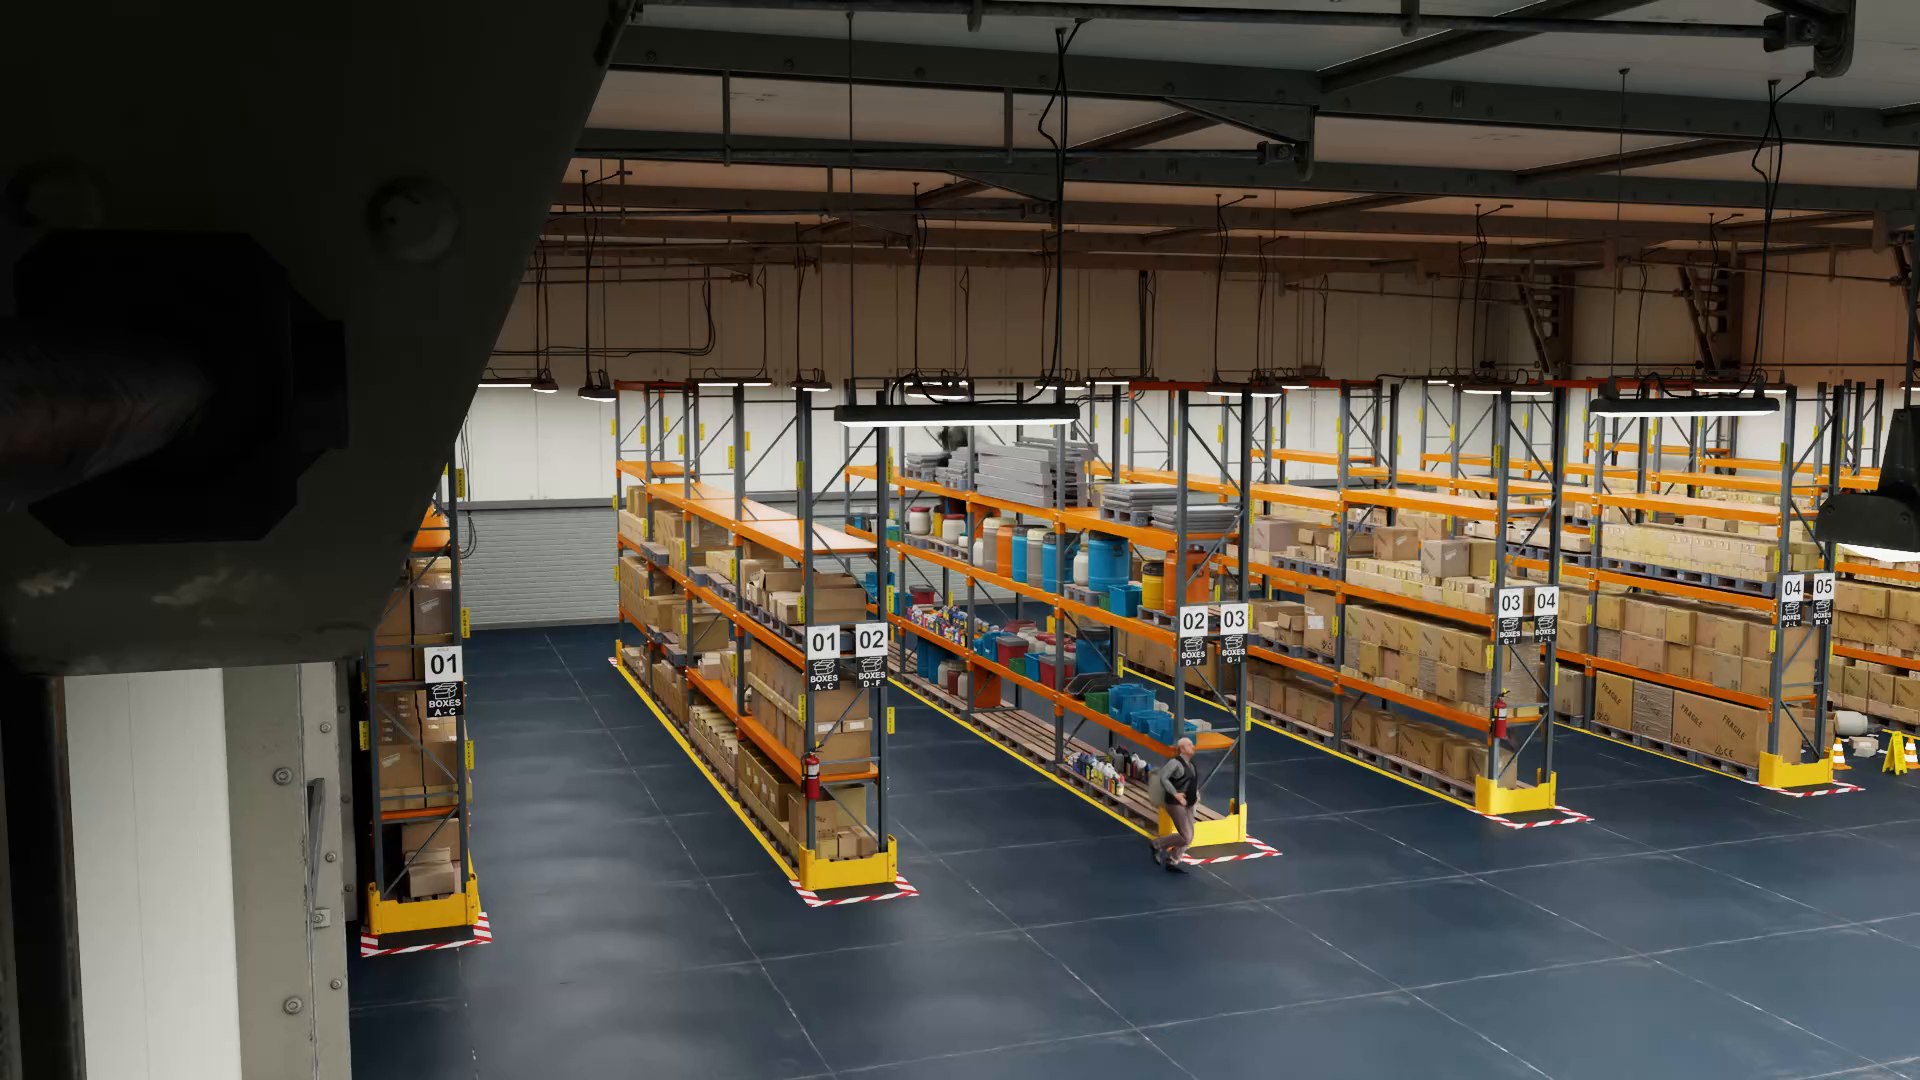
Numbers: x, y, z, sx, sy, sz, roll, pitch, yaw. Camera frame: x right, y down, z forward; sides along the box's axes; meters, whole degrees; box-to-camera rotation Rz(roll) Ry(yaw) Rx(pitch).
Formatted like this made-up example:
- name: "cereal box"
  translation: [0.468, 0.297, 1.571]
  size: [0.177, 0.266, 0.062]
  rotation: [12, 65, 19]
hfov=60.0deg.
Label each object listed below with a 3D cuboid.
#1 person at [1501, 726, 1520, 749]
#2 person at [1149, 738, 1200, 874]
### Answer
- name: "person"
  translation: [9.155, 2.595, 27.642]
  size: [0.548, 1.722, 0.760]
  rotation: [-4, 7, -31]
- name: "person"
  translation: [2.735, 3.307, 20.862]
  size: [0.553, 1.676, 0.668]
  rotation: [4, 7, 33]
